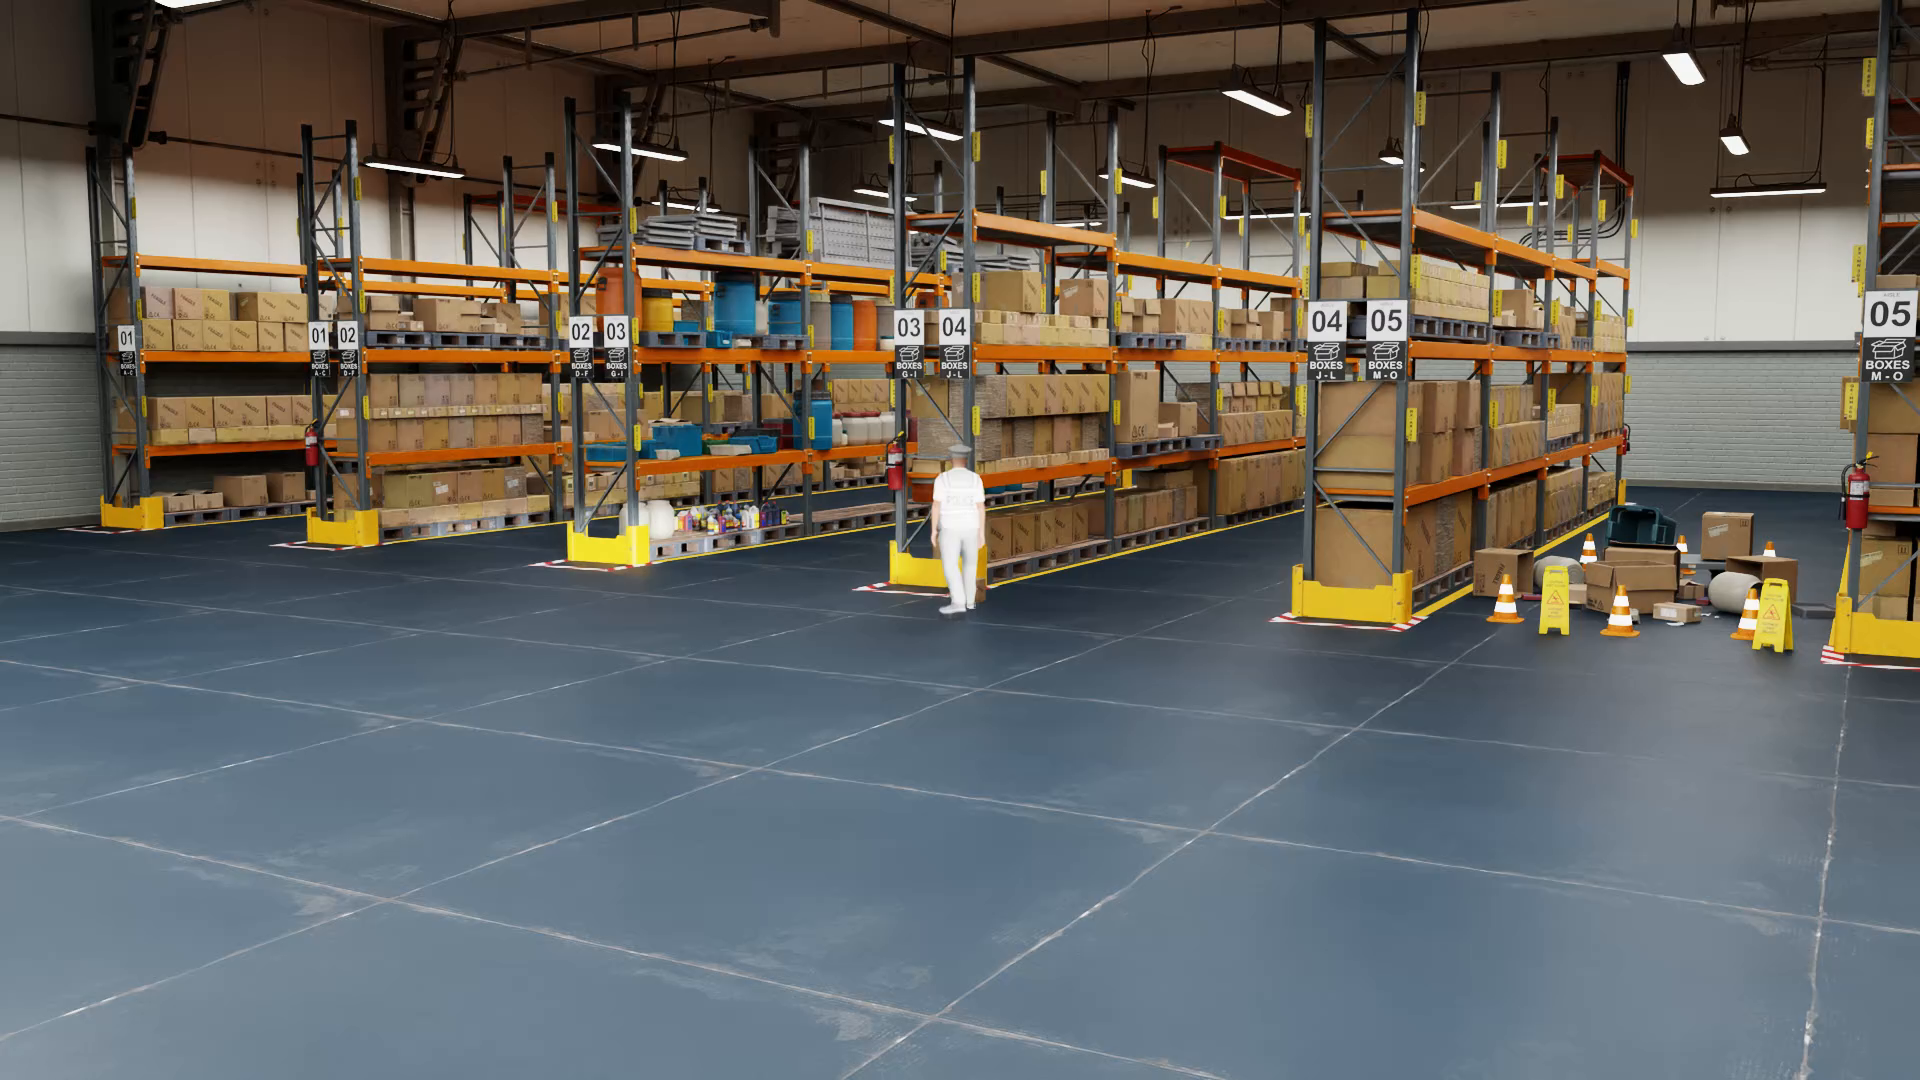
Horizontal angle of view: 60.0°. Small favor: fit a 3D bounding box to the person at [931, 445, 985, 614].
[{"bbox_3d":[-0.022,-0.111,17.166,0.560,1.723,0.926,-2,6,-17],"label":"person"}]
